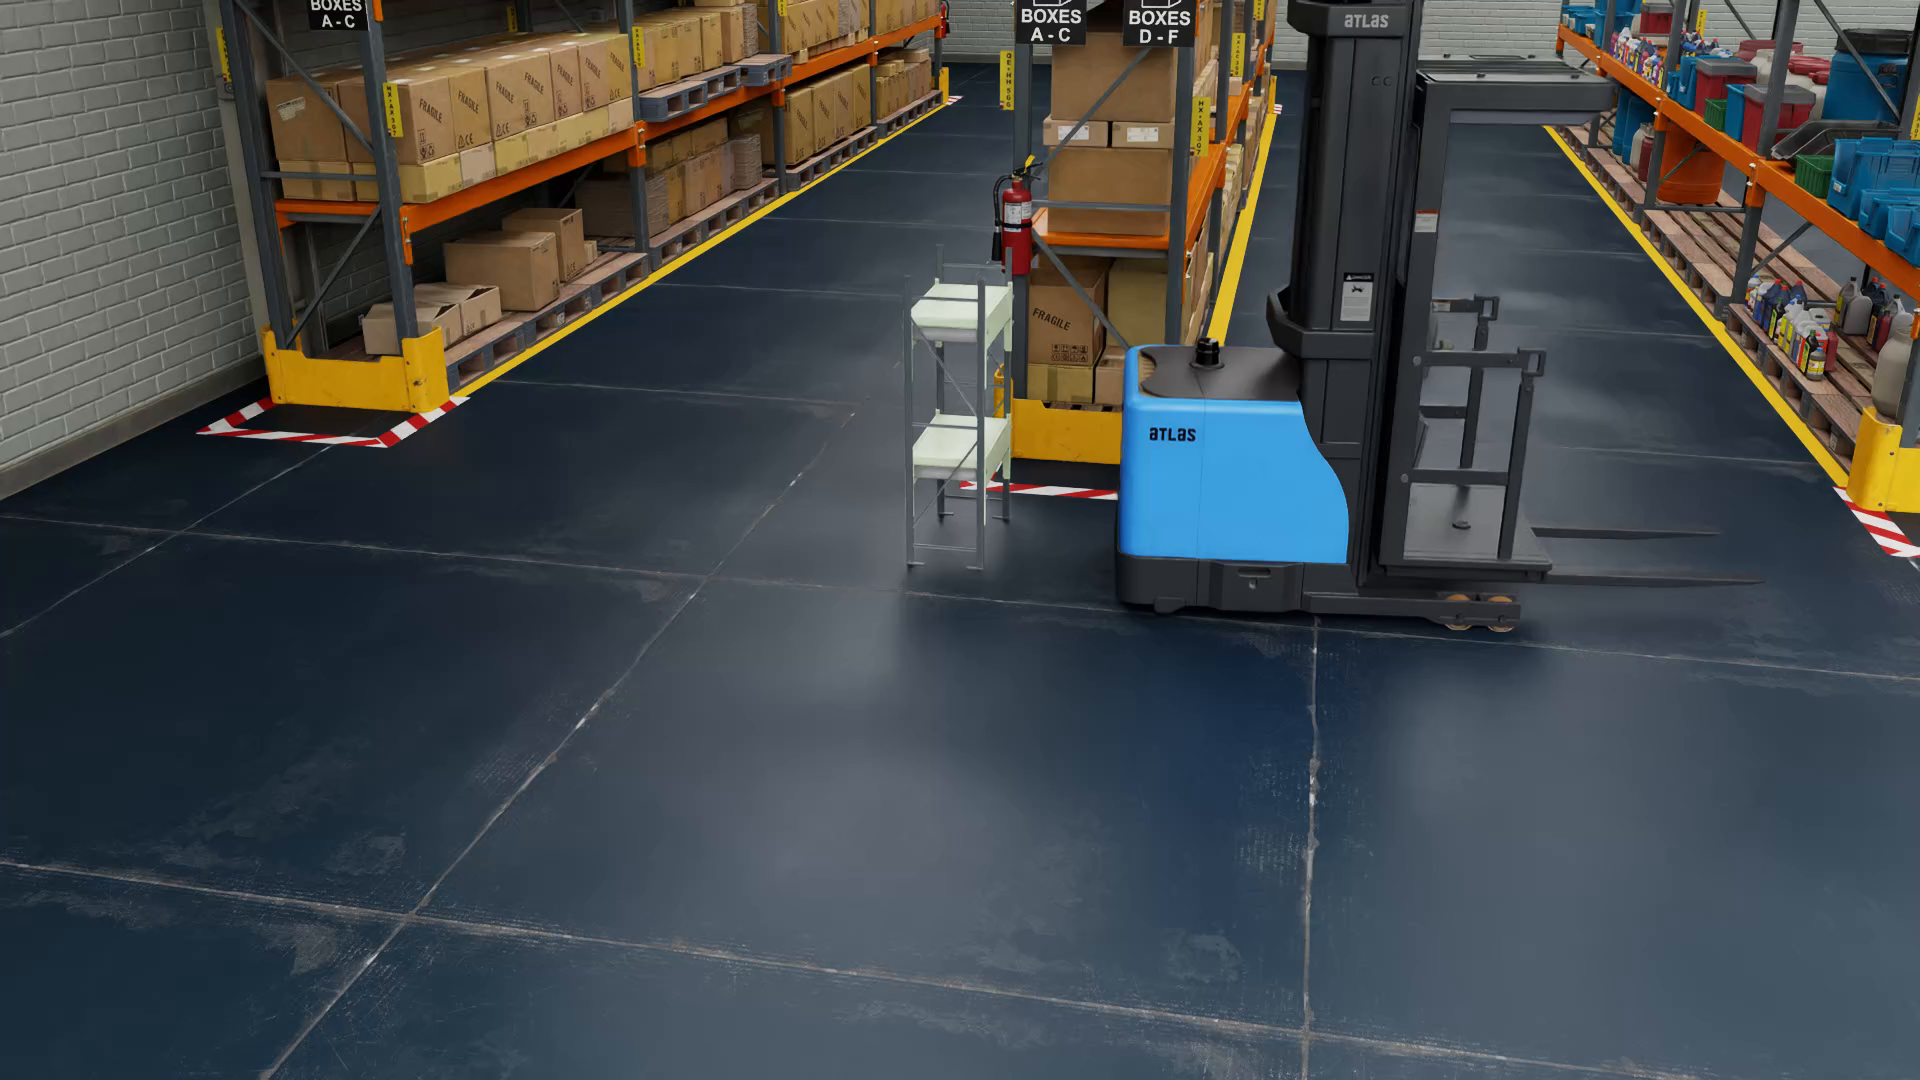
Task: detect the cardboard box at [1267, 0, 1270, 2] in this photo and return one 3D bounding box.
[{"bbox_3d":[3.627,-6.974,20.683,0.500,0.500,0.500,5,22,12],"label":"cardboard box"}]

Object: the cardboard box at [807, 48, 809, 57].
[{"bbox_3d":[-1.945,-5.601,19.056,0.380,0.149,0.250,5,22,12],"label":"cardboard box"}]

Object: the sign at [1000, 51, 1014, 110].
[{"bbox_3d":[0.278,-2.618,9.472,0.100,0.325,0.005,4,22,11],"label":"sign"}]

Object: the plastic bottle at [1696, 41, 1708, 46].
[{"bbox_3d":[8.135,-5.341,18.265,0.152,0.276,0.135,4,22,11],"label":"plastic bottle"}]

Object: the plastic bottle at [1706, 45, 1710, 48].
[{"bbox_3d":[8.004,-5.165,17.835,0.097,0.271,0.097,0,22,0],"label":"plastic bottle"}]

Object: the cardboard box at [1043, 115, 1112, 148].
[{"bbox_3d":[0.698,-2.426,9.860,0.380,0.149,0.250,4,22,10],"label":"cardboard box"}]

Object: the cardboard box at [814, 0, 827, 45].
[{"bbox_3d":[-1.843,-5.951,19.055,0.500,0.500,0.500,4,22,11],"label":"cardboard box"}]

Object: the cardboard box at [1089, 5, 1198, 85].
[{"bbox_3d":[1.231,-3.322,11.217,0.700,0.500,0.500,4,22,11],"label":"cardboard box"}]

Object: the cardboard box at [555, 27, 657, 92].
[{"bbox_3d":[-3.090,-4.198,14.538,0.700,0.500,0.500,5,22,11],"label":"cardboard box"}]

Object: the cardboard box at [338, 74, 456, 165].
[{"bbox_3d":[-3.652,-2.740,10.812,0.500,0.500,0.500,4,22,11],"label":"cardboard box"}]

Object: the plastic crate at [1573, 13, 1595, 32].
[{"bbox_3d":[8.278,-6.801,21.868,0.416,0.233,0.300,4,22,11],"label":"plastic crate"}]

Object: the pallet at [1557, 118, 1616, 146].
[{"bbox_3d":[8.462,-5.360,21.880,1.003,0.211,1.213,4,22,11],"label":"pallet"}]

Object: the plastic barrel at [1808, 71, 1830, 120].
[{"bbox_3d":[6.881,-3.405,13.110,0.433,0.535,0.433,0,22,0],"label":"plastic barrel"}]

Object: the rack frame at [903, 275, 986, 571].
[{"bbox_3d":[-0.076,-0.559,8.235,0.400,1.500,0.023,4,22,11],"label":"rack frame"}]

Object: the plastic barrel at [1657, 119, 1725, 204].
[{"bbox_3d":[7.370,-3.840,16.715,0.600,0.830,0.708,4,22,11],"label":"plastic barrel"}]

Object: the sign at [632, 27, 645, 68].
[{"bbox_3d":[-2.695,-4.127,13.926,0.100,0.325,0.005,4,22,11],"label":"sign"}]

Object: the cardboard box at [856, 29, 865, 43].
[{"bbox_3d":[-1.415,-6.343,20.897,0.380,0.149,0.250,5,22,12],"label":"cardboard box"}]

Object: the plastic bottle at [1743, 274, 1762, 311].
[{"bbox_3d":[5.977,-1.864,12.530,0.097,0.271,0.097,0,22,0],"label":"plastic bottle"}]

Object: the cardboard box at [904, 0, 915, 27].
[{"bbox_3d":[-1.175,-7.559,23.206,0.980,0.700,0.700,3,22,8],"label":"cardboard box"}]

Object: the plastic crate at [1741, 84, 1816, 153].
[{"bbox_3d":[6.270,-3.239,12.794,0.402,0.464,0.583,4,22,11],"label":"plastic crate"}]

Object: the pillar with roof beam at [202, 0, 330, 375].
[{"bbox_3d":[-0.533,-5.077,9.415,9.100,9.000,0.400,4,22,11],"label":"pillar with roof beam"}]

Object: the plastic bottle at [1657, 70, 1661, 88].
[{"bbox_3d":[6.994,-4.601,16.527,0.097,0.201,0.097,0,22,0],"label":"plastic bottle"}]

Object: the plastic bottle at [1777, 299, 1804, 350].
[{"bbox_3d":[5.775,-1.496,11.509,0.144,0.351,0.185,4,22,10],"label":"plastic bottle"}]

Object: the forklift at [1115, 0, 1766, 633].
[{"bbox_3d":[2.296,-1.135,7.749,3.031,2.935,1.130,2,22,5],"label":"forklift"}]

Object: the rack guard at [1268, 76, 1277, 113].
[{"bbox_3d":[4.056,-6.589,24.544,1.175,0.500,0.348,4,22,11],"label":"rack guard"}]

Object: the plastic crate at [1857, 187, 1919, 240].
[{"bbox_3d":[5.602,-1.920,9.804,0.499,0.251,0.408,4,22,11],"label":"plastic crate"}]

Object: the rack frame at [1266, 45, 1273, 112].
[{"bbox_3d":[4.071,-7.776,24.146,1.000,3.000,0.127,4,22,11],"label":"rack frame"}]

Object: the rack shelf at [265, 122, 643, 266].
[{"bbox_3d":[-3.636,-2.699,12.502,1.077,0.370,4.000,4,22,11],"label":"rack shelf"}]

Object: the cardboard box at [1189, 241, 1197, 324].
[{"bbox_3d":[1.323,-1.738,11.268,0.500,0.500,0.500,4,22,11],"label":"cardboard box"}]

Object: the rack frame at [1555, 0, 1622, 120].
[{"bbox_3d":[8.920,-7.397,23.205,1.000,3.000,0.127,4,22,11],"label":"rack frame"}]

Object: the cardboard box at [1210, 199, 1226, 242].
[{"bbox_3d":[1.951,-2.699,13.908,0.500,0.311,0.500,5,22,11],"label":"cardboard box"}]

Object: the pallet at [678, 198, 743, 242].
[{"bbox_3d":[-2.823,-3.203,16.523,1.003,0.211,1.213,4,22,11],"label":"pallet"}]

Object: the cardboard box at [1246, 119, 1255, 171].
[{"bbox_3d":[3.020,-4.415,18.557,0.500,0.500,0.500,4,22,10],"label":"cardboard box"}]

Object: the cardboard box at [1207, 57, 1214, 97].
[{"bbox_3d":[1.903,-3.906,14.403,0.500,0.500,0.500,6,23,15],"label":"cardboard box"}]

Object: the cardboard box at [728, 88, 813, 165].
[{"bbox_3d":[-2.133,-4.683,18.782,0.750,0.750,0.750,4,22,10],"label":"cardboard box"}]

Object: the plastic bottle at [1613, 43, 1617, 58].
[{"bbox_3d":[7.578,-5.648,19.129,0.097,0.201,0.097,0,22,0],"label":"plastic bottle"}]

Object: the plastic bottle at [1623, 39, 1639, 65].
[{"bbox_3d":[7.447,-5.398,18.407,0.152,0.276,0.135,4,22,11],"label":"plastic bottle"}]

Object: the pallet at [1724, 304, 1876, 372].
[{"bbox_3d":[6.293,-1.473,12.227,1.003,0.211,1.213,4,22,11],"label":"pallet"}]

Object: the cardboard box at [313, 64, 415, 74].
[{"bbox_3d":[-4.043,-2.960,11.359,0.500,0.500,0.500,5,22,12],"label":"cardboard box"}]

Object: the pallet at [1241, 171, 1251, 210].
[{"bbox_3d":[2.628,-3.827,18.073,1.003,0.211,1.213,4,22,11],"label":"pallet"}]

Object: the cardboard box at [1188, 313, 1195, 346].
[{"bbox_3d":[1.335,-1.389,11.406,0.500,0.250,0.500,4,22,11],"label":"cardboard box"}]

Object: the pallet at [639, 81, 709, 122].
[{"bbox_3d":[-2.929,-3.943,14.886,1.003,0.211,1.213,4,22,11],"label":"pallet"}]

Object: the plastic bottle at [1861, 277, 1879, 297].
[{"bbox_3d":[6.622,-1.726,12.082,0.144,0.351,0.185,4,22,9],"label":"plastic bottle"}]

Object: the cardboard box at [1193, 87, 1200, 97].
[{"bbox_3d":[1.412,-2.961,11.188,0.380,0.149,0.250,5,22,11],"label":"cardboard box"}]

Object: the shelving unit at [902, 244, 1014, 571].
[{"bbox_3d":[-0.001,-0.693,8.567,0.431,1.500,0.755,4,22,11],"label":"shelving unit"}]

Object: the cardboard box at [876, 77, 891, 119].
[{"bbox_3d":[-1.342,-5.990,22.496,0.700,0.500,0.500,5,22,12],"label":"cardboard box"}]

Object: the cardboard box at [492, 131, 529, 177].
[{"bbox_3d":[-3.432,-2.772,11.894,0.500,0.250,0.500,4,22,10],"label":"cardboard box"}]

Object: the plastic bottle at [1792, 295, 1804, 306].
[{"bbox_3d":[5.989,-1.621,11.927,0.097,0.271,0.097,0,22,0],"label":"plastic bottle"}]

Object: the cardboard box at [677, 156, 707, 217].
[{"bbox_3d":[-2.894,-3.455,16.174,0.700,0.500,0.500,5,22,12],"label":"cardboard box"}]

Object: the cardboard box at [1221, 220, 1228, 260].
[{"bbox_3d":[2.053,-2.622,14.468,0.500,0.250,0.500,5,22,12],"label":"cardboard box"}]

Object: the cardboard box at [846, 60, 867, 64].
[{"bbox_3d":[-1.407,-6.543,22.999,0.380,0.149,0.250,4,22,9],"label":"cardboard box"}]

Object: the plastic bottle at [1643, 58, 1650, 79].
[{"bbox_3d":[7.160,-4.899,17.267,0.097,0.201,0.097,0,22,0],"label":"plastic bottle"}]

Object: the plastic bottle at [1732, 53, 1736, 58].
[{"bbox_3d":[7.905,-4.850,17.037,0.061,0.283,0.133,4,22,11],"label":"plastic bottle"}]
